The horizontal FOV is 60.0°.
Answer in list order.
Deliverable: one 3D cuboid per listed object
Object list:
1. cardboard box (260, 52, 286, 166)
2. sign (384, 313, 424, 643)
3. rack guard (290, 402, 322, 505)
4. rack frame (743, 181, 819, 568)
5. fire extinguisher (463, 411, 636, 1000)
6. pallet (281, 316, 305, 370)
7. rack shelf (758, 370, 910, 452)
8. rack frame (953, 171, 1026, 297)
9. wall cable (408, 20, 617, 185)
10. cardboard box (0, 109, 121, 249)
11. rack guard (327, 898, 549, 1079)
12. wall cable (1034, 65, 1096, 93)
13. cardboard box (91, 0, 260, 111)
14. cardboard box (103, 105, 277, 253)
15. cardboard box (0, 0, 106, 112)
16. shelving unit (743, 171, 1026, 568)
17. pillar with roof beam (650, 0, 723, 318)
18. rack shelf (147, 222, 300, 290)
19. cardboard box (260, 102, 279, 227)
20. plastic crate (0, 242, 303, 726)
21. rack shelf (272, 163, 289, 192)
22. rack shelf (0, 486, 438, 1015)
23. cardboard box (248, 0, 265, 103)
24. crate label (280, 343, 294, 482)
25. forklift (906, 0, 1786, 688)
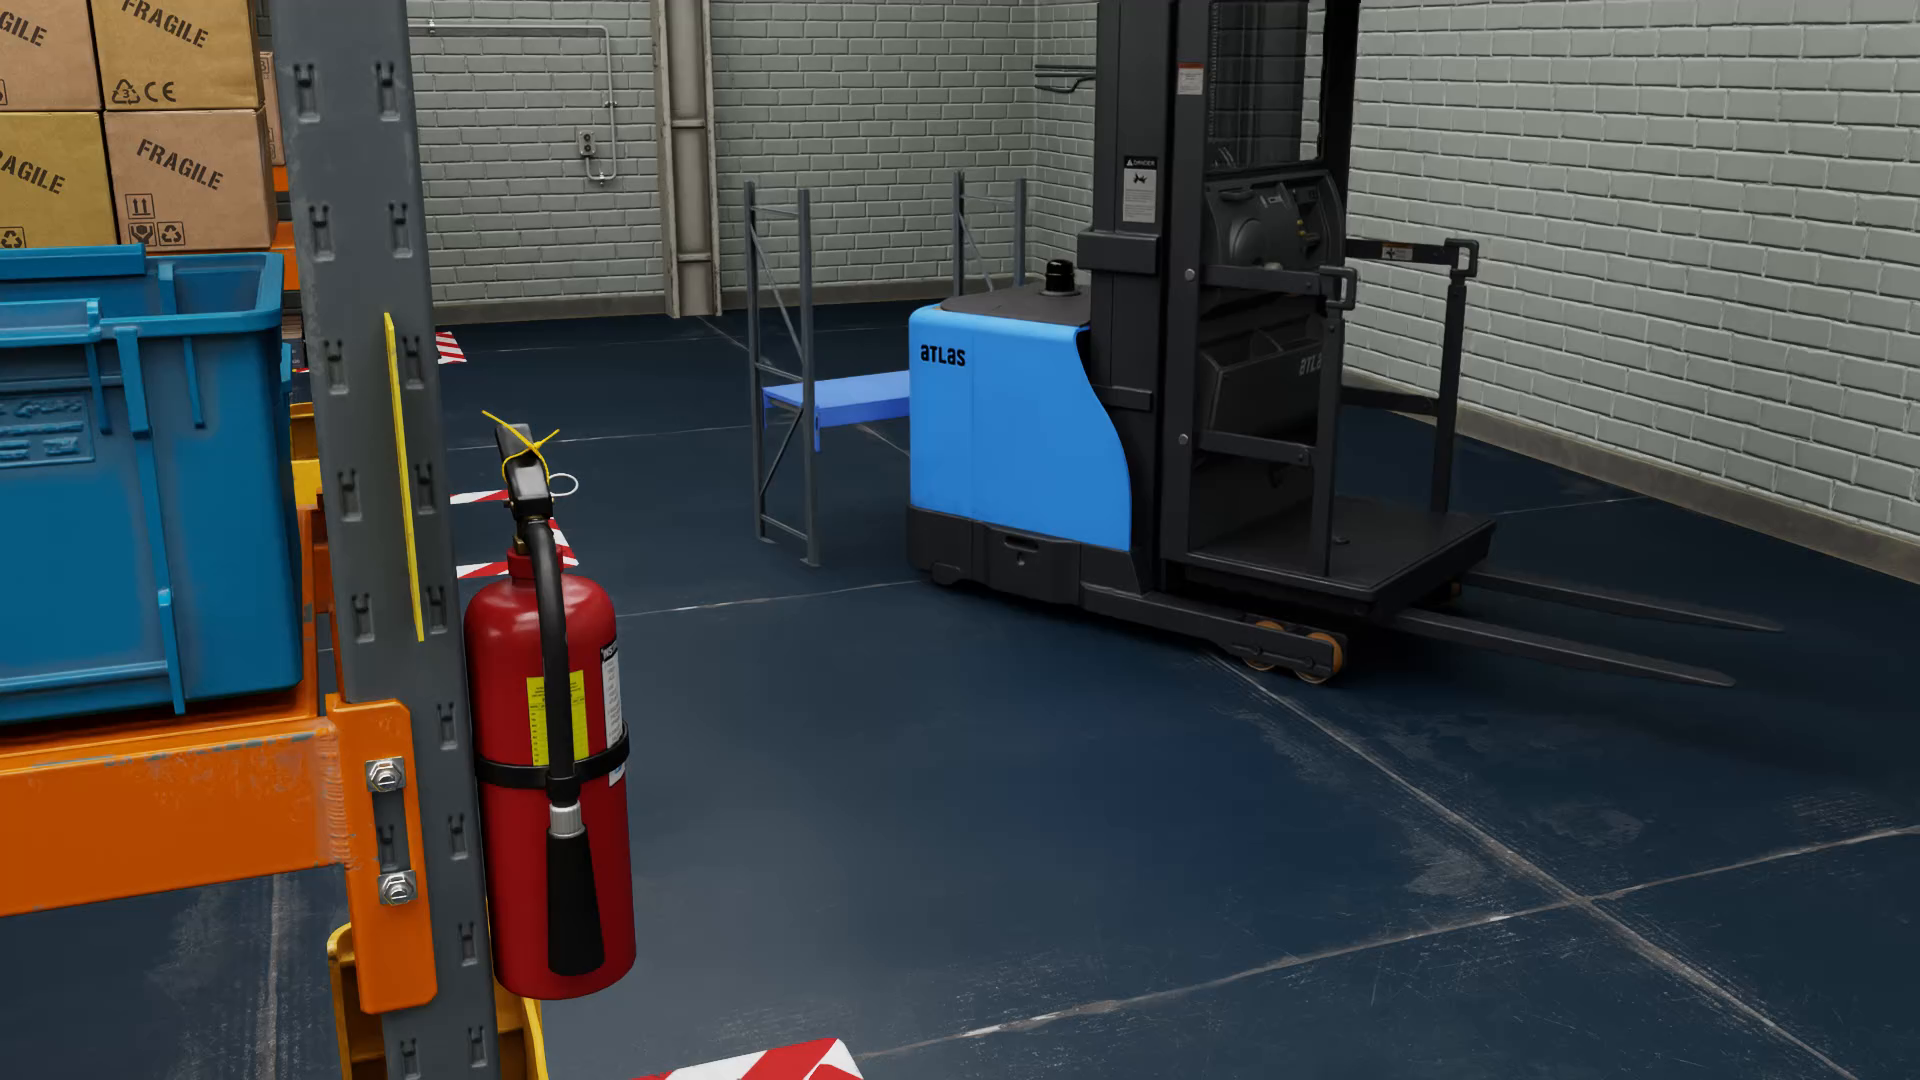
[{"bbox_3d":[-4.798,-2.825,10.861,0.700,0.700,0.980,-5,17,-18],"label":"cardboard box"},{"bbox_3d":[-0.569,-0.063,1.701,0.005,0.325,0.100,-6,17,-20],"label":"sign"},{"bbox_3d":[-2.621,-0.225,6.976,0.348,0.500,1.175,-6,17,-20],"label":"rack guard"},{"bbox_3d":[-0.722,-0.669,6.715,0.032,1.500,0.500,-11,19,-32],"label":"rack frame"},{"bbox_3d":[-0.477,0.192,1.919,0.183,0.674,0.296,-6,17,-20],"label":"fire extinguisher"},{"bbox_3d":[-5.044,-1.296,11.135,1.213,0.211,1.003,-6,17,-20],"label":"pallet"},{"bbox_3d":[-0.300,-0.576,7.037,1.000,0.185,0.538,-11,19,-32],"label":"rack shelf"},{"bbox_3d":[0.123,-0.829,7.258,0.032,1.500,0.500,-11,19,-32],"label":"rack frame"},{"bbox_3d":[-3.468,-3.600,12.231,1.851,1.984,0.084,-6,17,-20],"label":"wall cable"},{"bbox_3d":[-3.354,-1.310,6.057,0.500,0.500,0.500,-6,17,-20],"label":"cardboard box"},{"bbox_3d":[-0.763,1.065,2.583,0.348,0.500,1.175,-6,17,-20],"label":"rack guard"},{"bbox_3d":[1.084,-4.600,12.301,0.112,2.526,3.097,-6,17,-20],"label":"wall cable"},{"bbox_3d":[-2.867,-1.842,6.096,0.500,0.500,0.500,-6,18,-21],"label":"cardboard box"},{"bbox_3d":[-2.870,-1.363,6.238,0.500,0.500,0.500,-6,17,-18],"label":"cardboard box"},{"bbox_3d":[-3.338,-1.791,5.922,0.500,0.500,0.500,-6,17,-19],"label":"cardboard box"},{"bbox_3d":[-0.300,-0.749,6.987,1.048,1.500,0.538,-11,19,-32],"label":"shelving unit"},{"bbox_3d":[-0.573,-4.980,8.087,0.400,9.000,9.100,-6,17,-20],"label":"pillar with roof beam"},{"bbox_3d":[-4.417,-0.885,6.065,4.000,0.370,1.077,-6,17,-20],"label":"rack shelf"},{"bbox_3d":[-3.058,-1.504,6.720,0.500,0.500,0.500,-6,17,-19],"label":"cardboard box"},{"bbox_3d":[-1.026,-0.091,1.915,0.499,0.435,0.616,-6,17,-20],"label":"plastic crate"},{"bbox_3d":[-6.193,-2.188,10.502,4.000,0.370,1.077,-6,17,-20],"label":"rack shelf"},{"bbox_3d":[-2.648,0.419,1.626,4.000,0.370,1.077,-6,17,-20],"label":"rack shelf"},{"bbox_3d":[-3.058,-1.984,6.579,0.500,0.500,0.500,-6,17,-18],"label":"cardboard box"},{"bbox_3d":[-1.129,-0.138,2.436,0.303,0.233,0.416,-6,17,-20],"label":"crate label"},{"bbox_3d":[1.264,-1.101,5.646,3.031,2.935,1.130,12,20,36],"label":"forklift"}]
